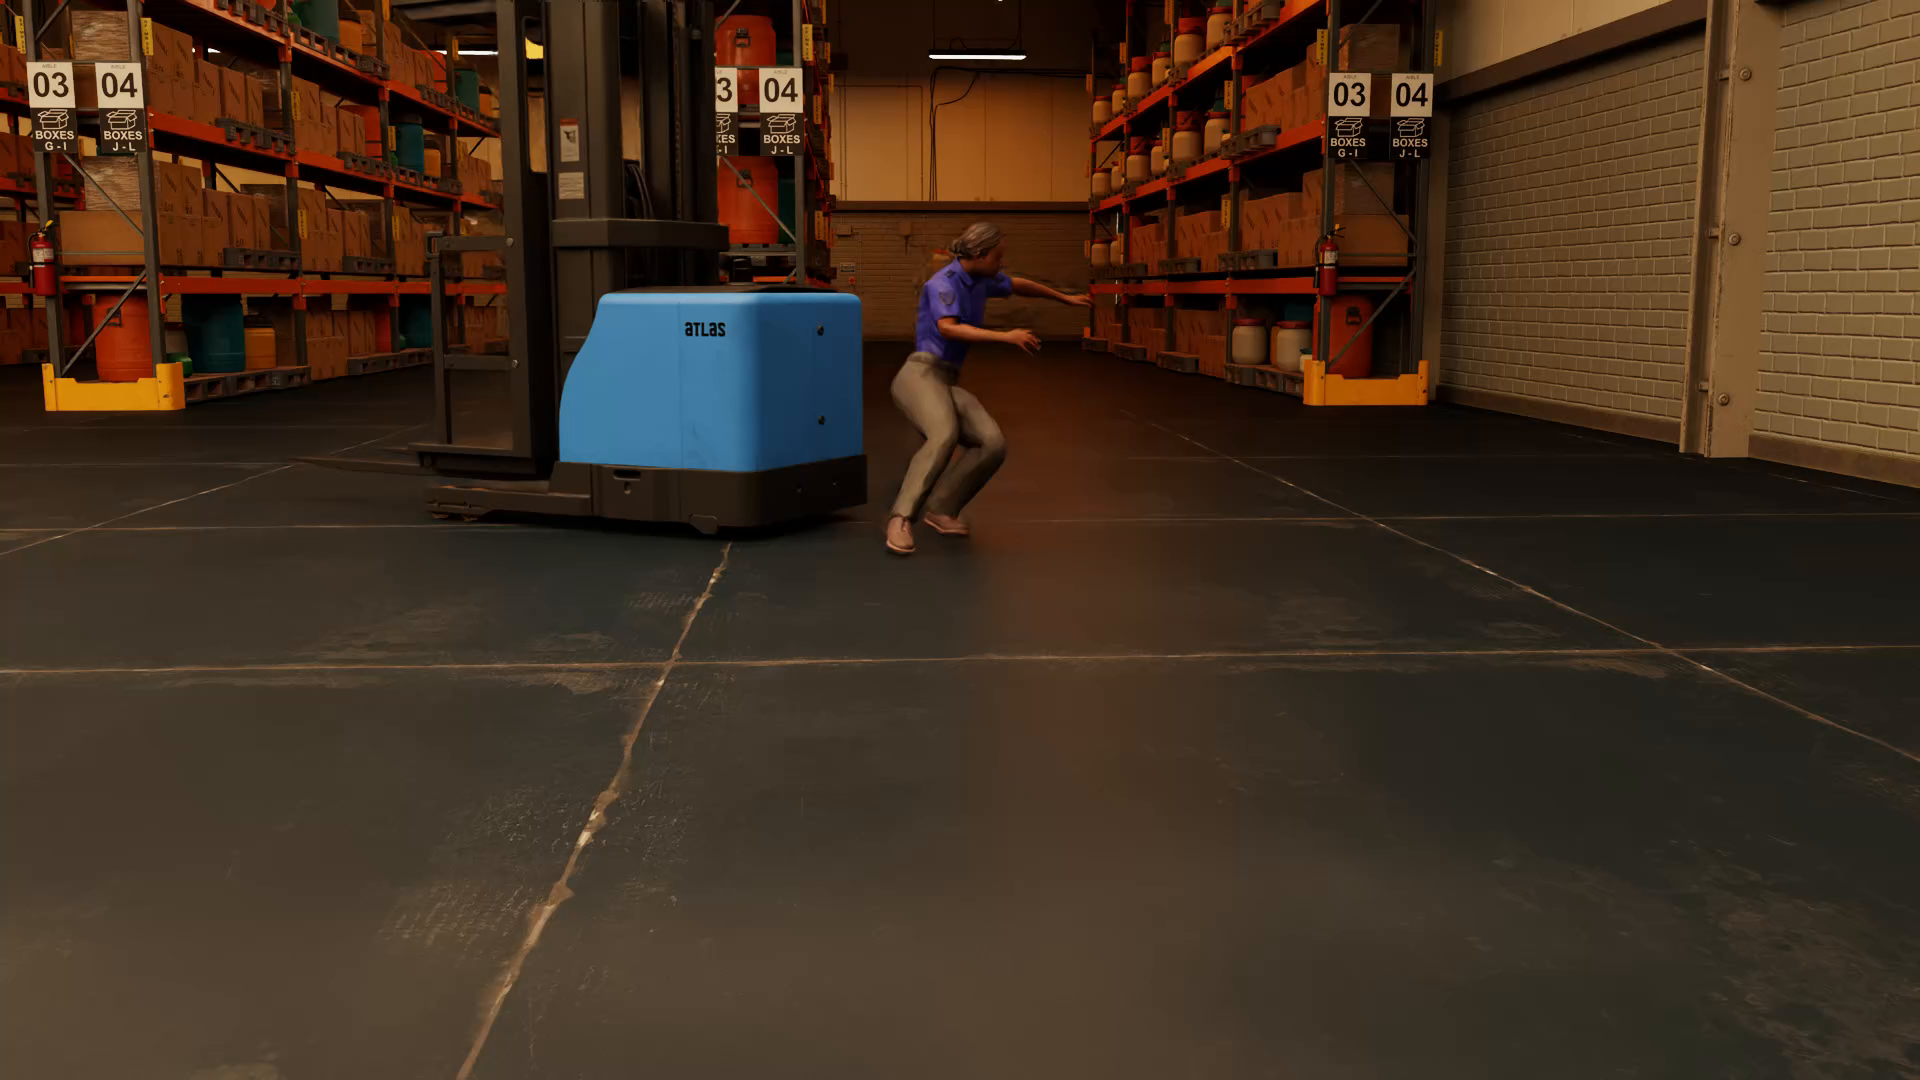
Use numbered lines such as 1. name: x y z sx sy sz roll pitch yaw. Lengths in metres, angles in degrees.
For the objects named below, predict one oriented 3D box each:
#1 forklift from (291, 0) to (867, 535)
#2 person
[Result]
1. forklift: -1.997 -1.599 8.099 3.031 2.935 1.130 4 9 27
2. person: 0.063 -0.697 7.317 0.745 1.388 1.460 4 9 25
